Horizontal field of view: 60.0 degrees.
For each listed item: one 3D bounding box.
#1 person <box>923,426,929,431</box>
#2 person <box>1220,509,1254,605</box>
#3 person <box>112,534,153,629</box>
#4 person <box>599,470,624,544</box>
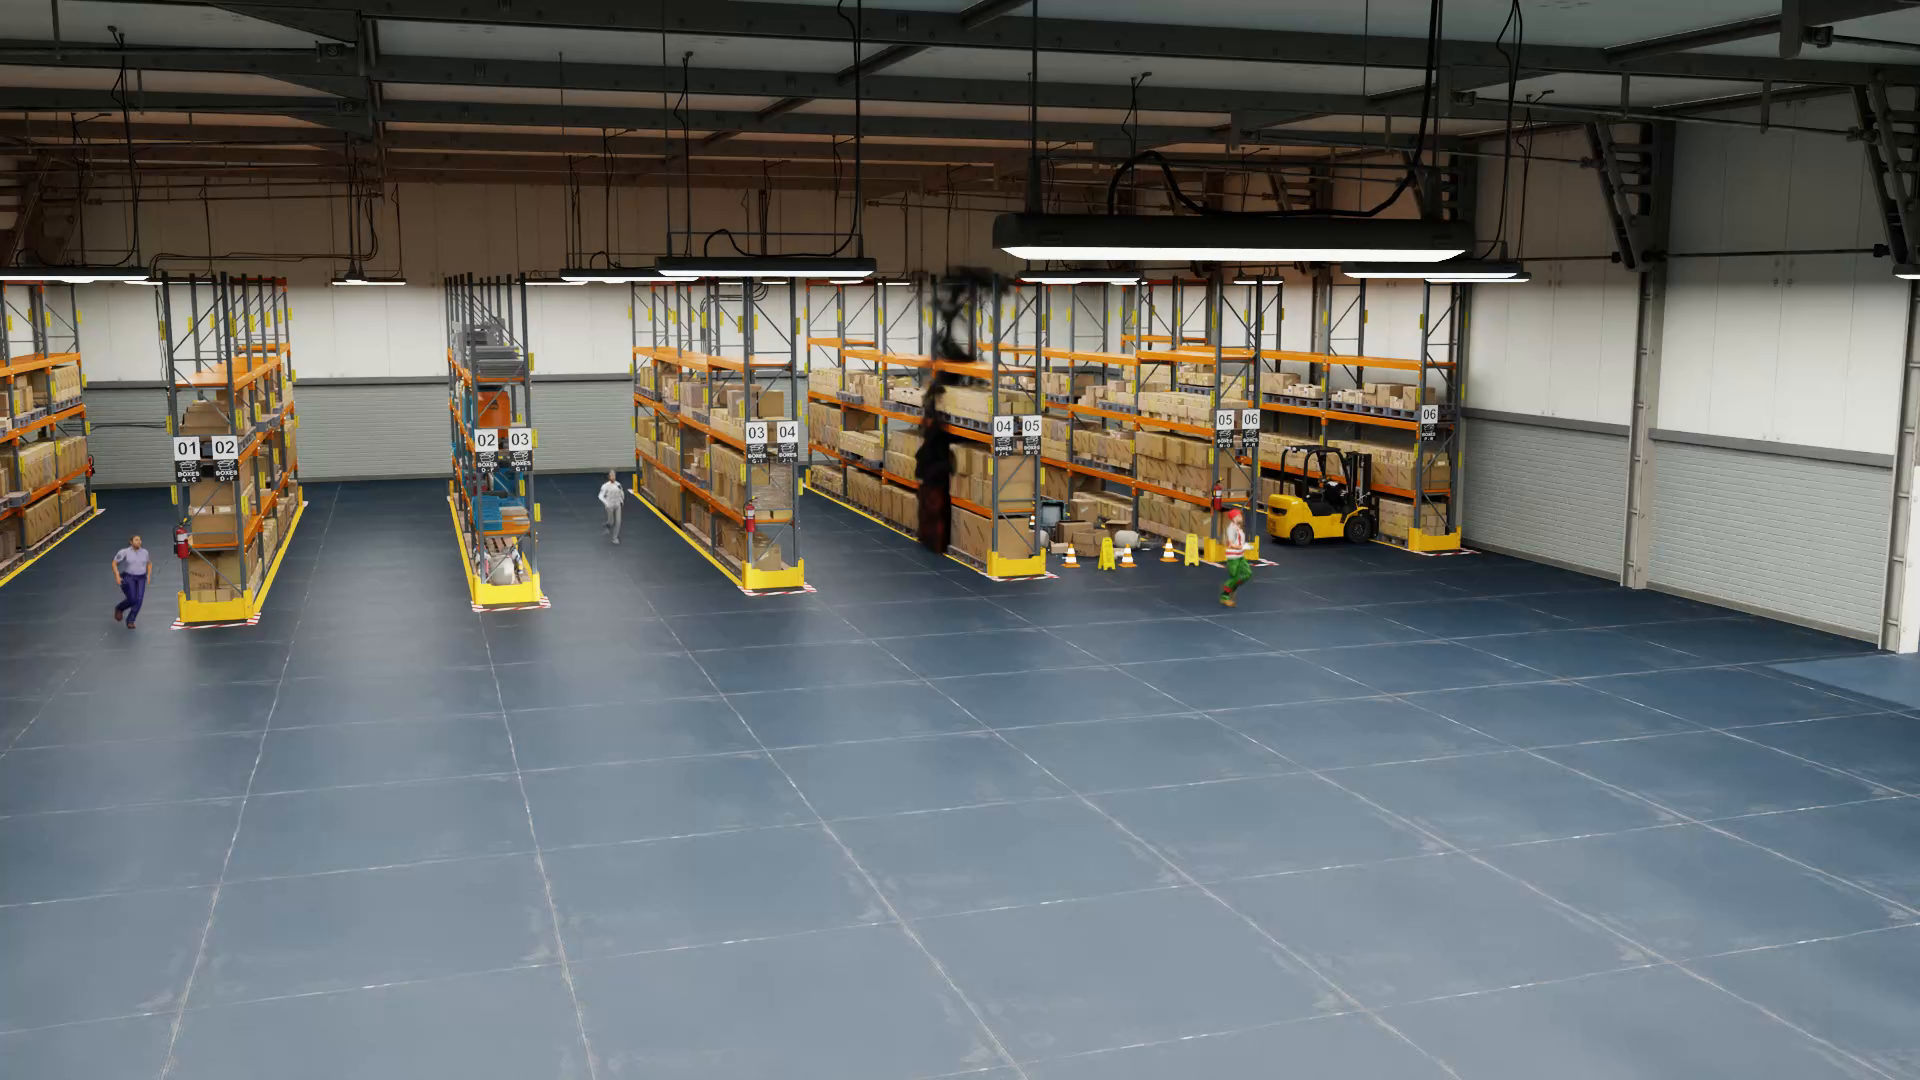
[{"bbox_3d":[-1.025,-2.727,50.918,0.730,1.627,0.499,-2,9,-16],"label":"person"},{"bbox_3d":[5.033,0.313,30.091,0.620,1.757,0.686,4,9,25],"label":"person"},{"bbox_3d":[-14.042,0.693,28.324,0.529,1.572,0.648,7,11,39],"label":"person"},{"bbox_3d":[-7.872,-0.766,37.701,0.617,1.671,0.696,-5,10,-32],"label":"person"}]
